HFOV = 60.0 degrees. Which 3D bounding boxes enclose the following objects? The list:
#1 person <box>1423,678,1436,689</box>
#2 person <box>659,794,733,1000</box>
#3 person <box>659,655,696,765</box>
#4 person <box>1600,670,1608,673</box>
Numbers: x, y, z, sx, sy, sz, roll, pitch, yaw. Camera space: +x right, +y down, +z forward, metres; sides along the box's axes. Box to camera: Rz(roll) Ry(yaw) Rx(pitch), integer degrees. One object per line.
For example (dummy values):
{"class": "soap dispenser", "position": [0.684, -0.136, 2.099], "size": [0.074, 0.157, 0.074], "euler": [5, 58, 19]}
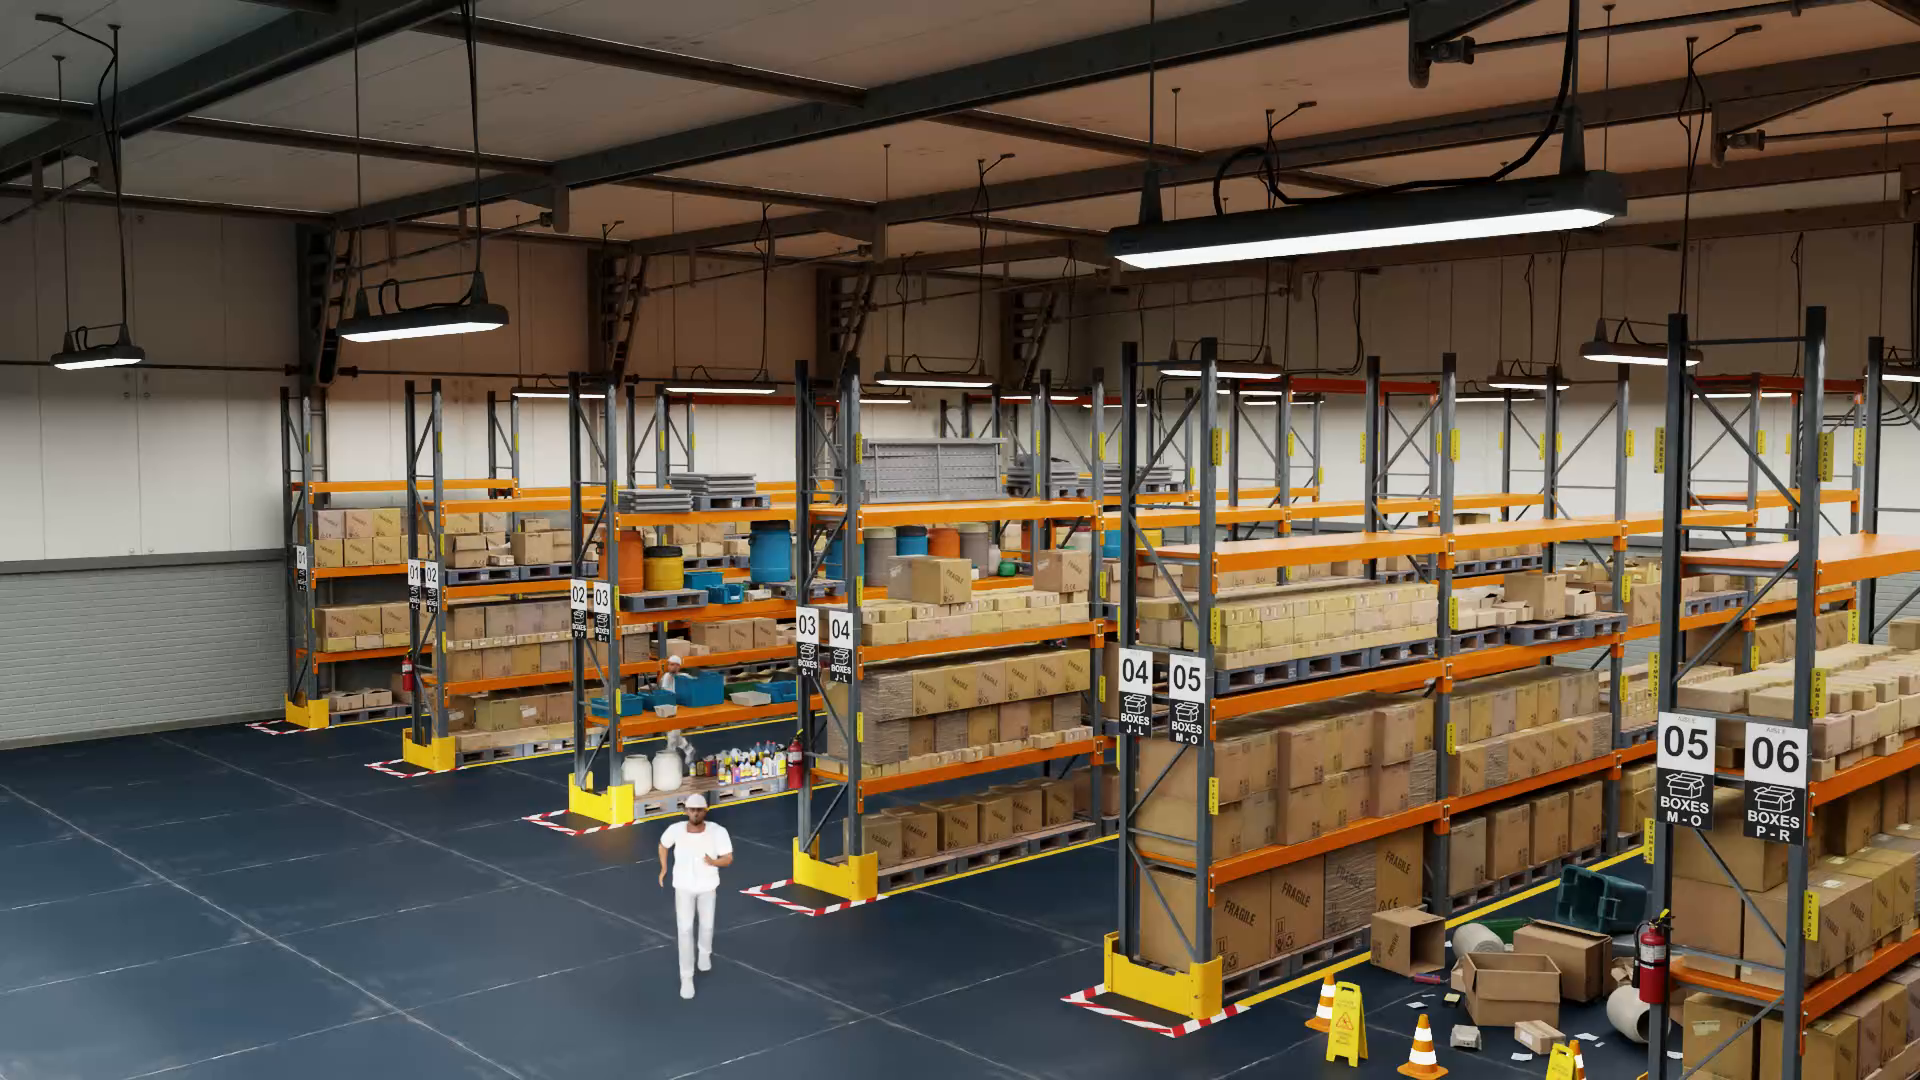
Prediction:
{"class": "person", "position": [6.779, 2.788, 24.087], "size": [0.588, 1.667, 0.795], "euler": [3, 5, 43]}
{"class": "person", "position": [-2.468, 3.268, 15.560], "size": [0.686, 1.801, 0.880], "euler": [-1, 4, -10]}
{"class": "person", "position": [-4.325, 2.638, 25.213], "size": [0.656, 1.786, 0.987], "euler": [2, 4, 32]}
{"class": "person", "position": [9.767, 2.767, 25.108], "size": [0.625, 1.620, 0.599], "euler": [-3, 5, -36]}
